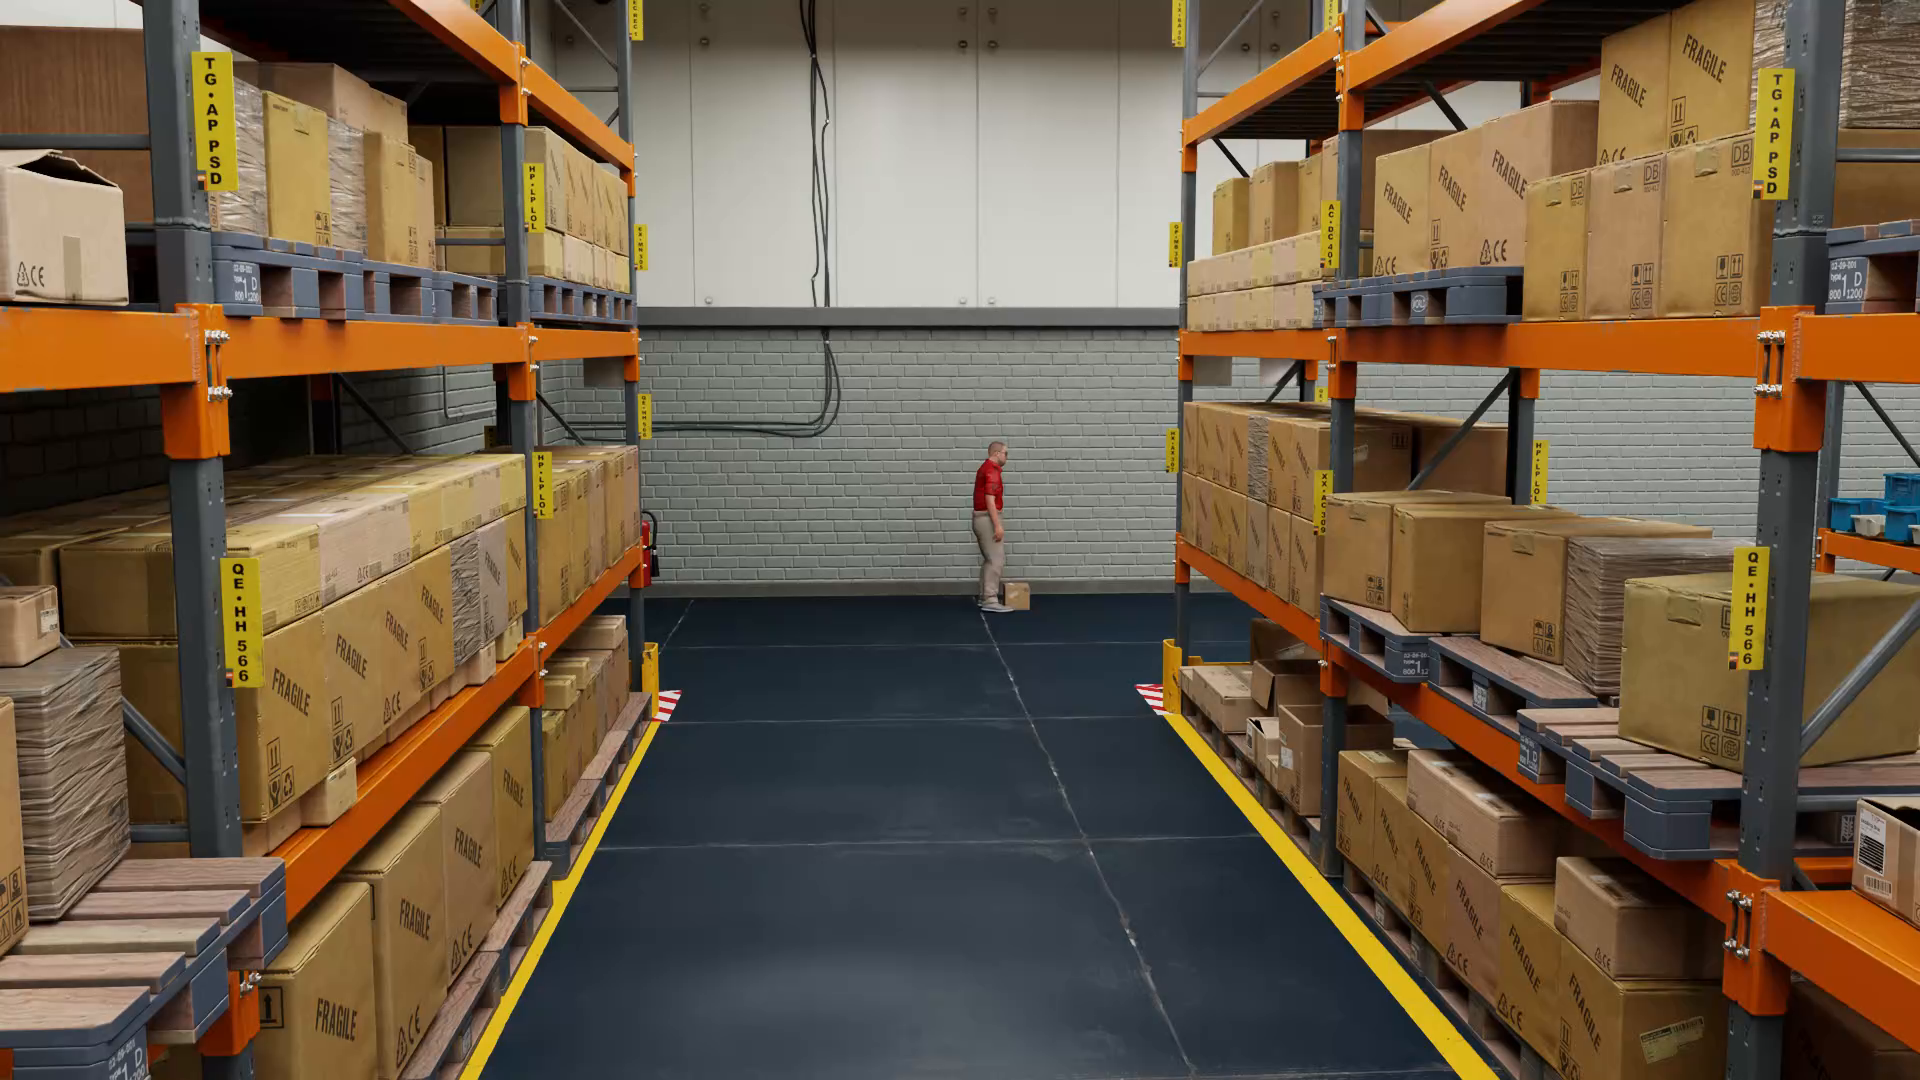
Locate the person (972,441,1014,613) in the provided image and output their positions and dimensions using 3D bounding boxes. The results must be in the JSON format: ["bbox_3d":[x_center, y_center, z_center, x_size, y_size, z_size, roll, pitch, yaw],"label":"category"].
[{"bbox_3d":[0.327,-0.147,17.038,0.396,1.726,0.604,-1,7,-7],"label":"person"}]
